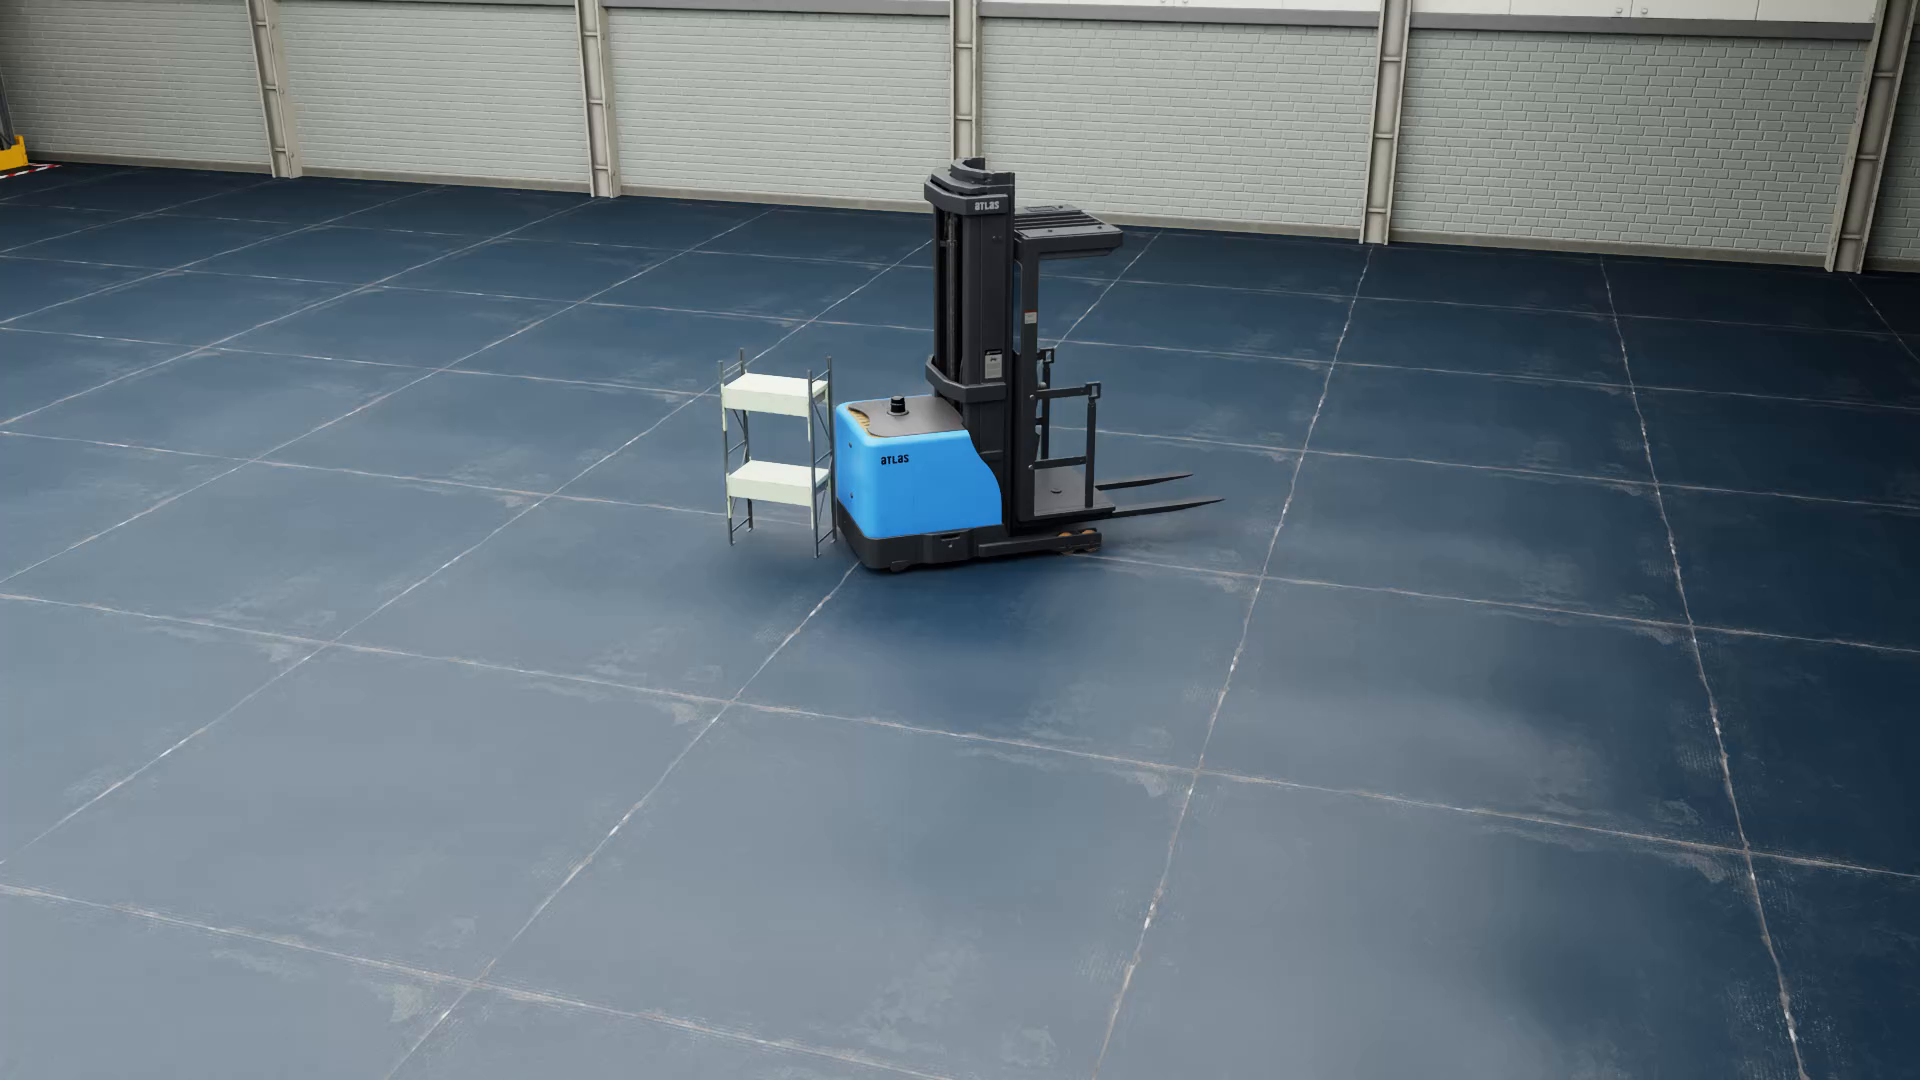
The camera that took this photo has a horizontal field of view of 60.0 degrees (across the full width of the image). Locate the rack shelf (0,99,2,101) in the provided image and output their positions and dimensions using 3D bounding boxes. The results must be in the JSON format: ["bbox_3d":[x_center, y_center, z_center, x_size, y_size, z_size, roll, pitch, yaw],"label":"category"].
[{"bbox_3d":[-18.655,-7.701,28.944,4.000,0.370,1.077,7,23,16],"label":"rack shelf"}]

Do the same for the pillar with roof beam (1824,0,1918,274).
[{"bbox_3d":[10.331,-6.141,16.288,0.400,9.000,9.100,7,23,16],"label":"pillar with roof beam"}]

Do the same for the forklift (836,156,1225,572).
[{"bbox_3d":[0.594,-1.427,12.793,3.031,2.935,1.130,-7,23,-16],"label":"forklift"}]

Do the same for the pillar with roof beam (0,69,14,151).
[{"bbox_3d":[-18.390,-9.429,24.305,0.400,9.000,9.100,7,23,16],"label":"pillar with roof beam"}]

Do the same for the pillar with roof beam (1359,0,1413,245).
[{"bbox_3d":[4.587,-6.799,17.892,0.400,9.000,9.100,7,23,16],"label":"pillar with roof beam"}]

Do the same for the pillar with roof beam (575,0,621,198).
[{"bbox_3d":[-6.902,-8.114,21.098,0.400,9.000,9.100,7,23,16],"label":"pillar with roof beam"}]

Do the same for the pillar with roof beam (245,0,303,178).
[{"bbox_3d":[-12.646,-8.772,22.702,0.400,9.000,9.100,7,23,16],"label":"pillar with roof beam"}]

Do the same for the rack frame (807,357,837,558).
[{"bbox_3d":[-1.051,-0.626,12.724,0.023,1.500,0.400,7,24,18],"label":"rack frame"}]

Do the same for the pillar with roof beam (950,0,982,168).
[{"bbox_3d":[-1.157,-7.456,19.495,0.400,9.000,9.100,7,23,16],"label":"pillar with roof beam"}]

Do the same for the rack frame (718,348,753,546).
[{"bbox_3d":[-1.742,-0.717,12.946,0.023,1.500,0.400,7,24,18],"label":"rack frame"}]

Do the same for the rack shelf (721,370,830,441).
[{"bbox_3d":[-1.397,-1.032,12.686,0.720,0.370,0.431,7,24,18],"label":"rack shelf"}]

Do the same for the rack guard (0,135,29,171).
[{"bbox_3d":[-16.717,-6.655,28.741,0.348,0.500,1.175,7,23,16],"label":"rack guard"}]

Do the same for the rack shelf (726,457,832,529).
[{"bbox_3d":[-1.396,-0.370,12.959,0.720,0.370,0.431,7,24,18],"label":"rack shelf"}]

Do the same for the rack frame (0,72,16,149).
[{"bbox_3d":[-16.740,-7.814,28.273,0.127,3.000,1.000,7,23,16],"label":"rack frame"}]

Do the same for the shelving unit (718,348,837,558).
[{"bbox_3d":[-1.396,-0.671,12.835,0.755,1.500,0.431,7,24,18],"label":"shelving unit"}]
